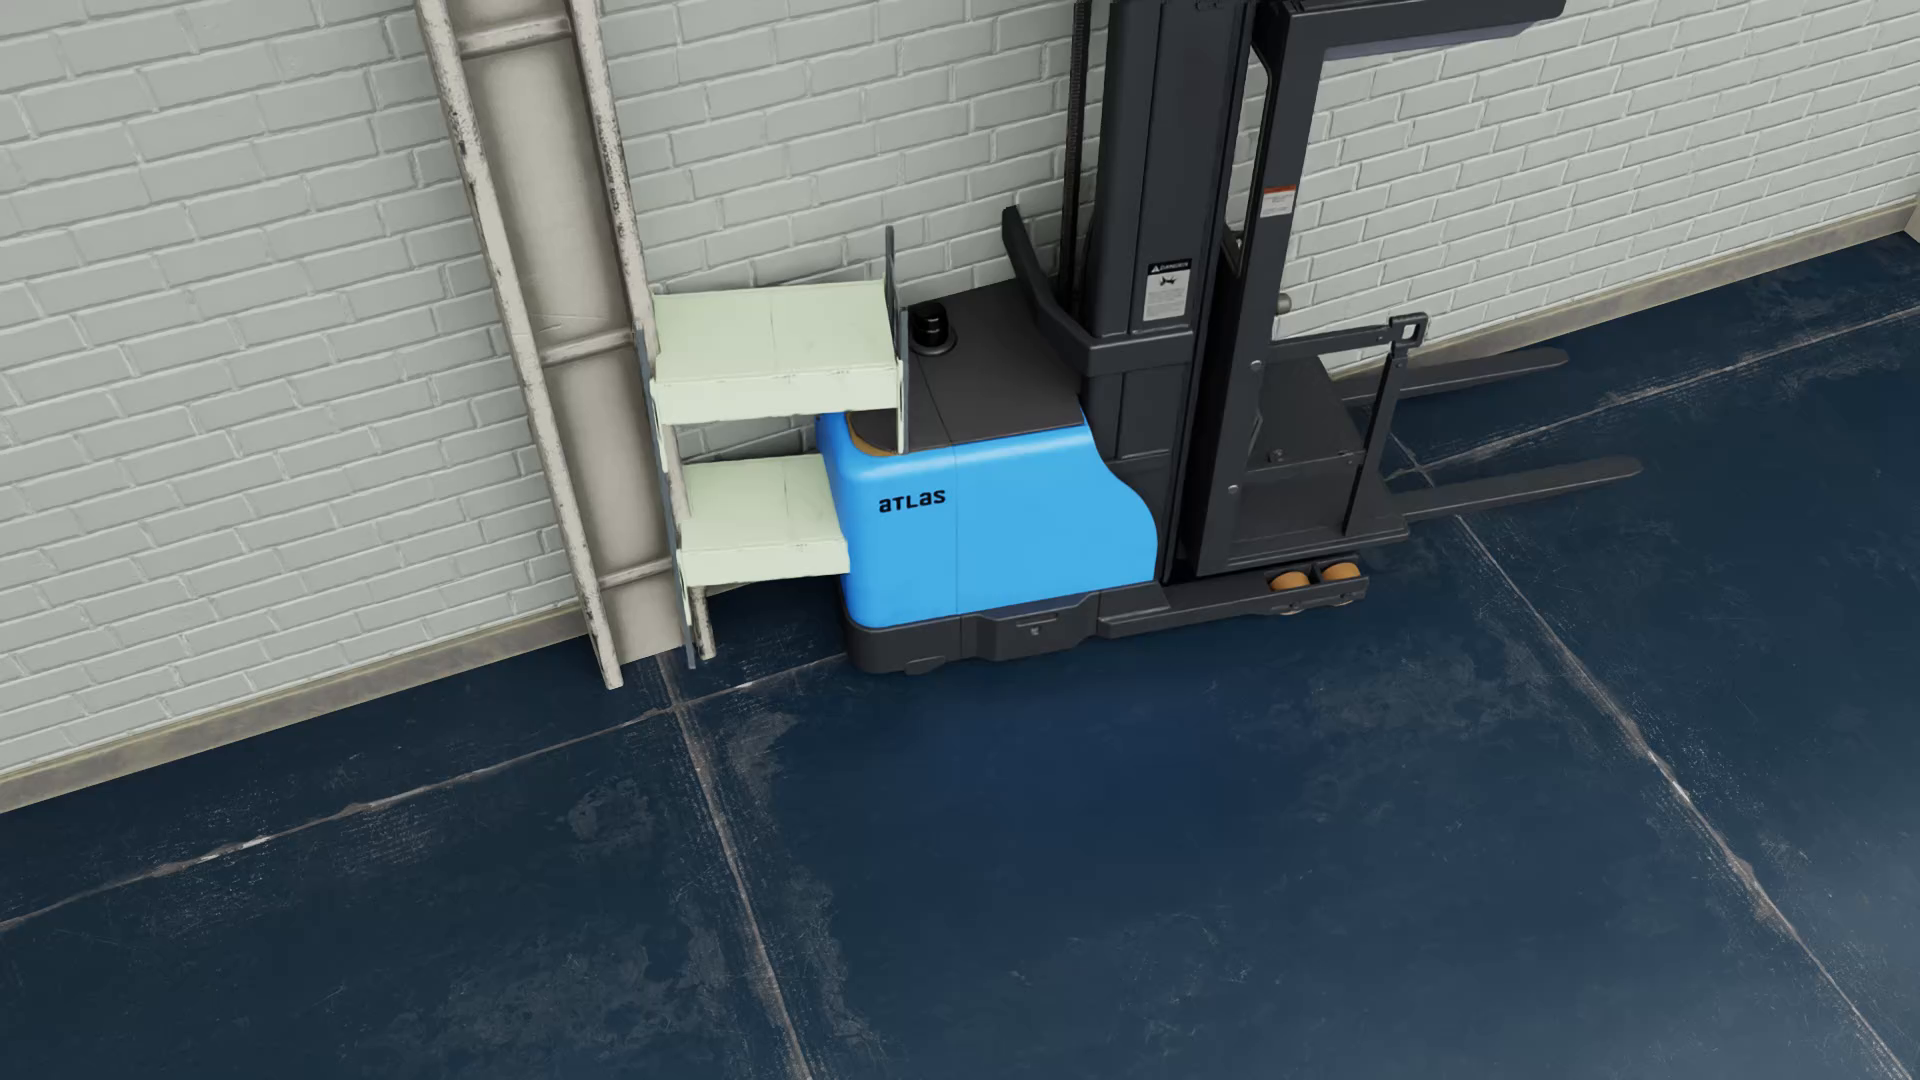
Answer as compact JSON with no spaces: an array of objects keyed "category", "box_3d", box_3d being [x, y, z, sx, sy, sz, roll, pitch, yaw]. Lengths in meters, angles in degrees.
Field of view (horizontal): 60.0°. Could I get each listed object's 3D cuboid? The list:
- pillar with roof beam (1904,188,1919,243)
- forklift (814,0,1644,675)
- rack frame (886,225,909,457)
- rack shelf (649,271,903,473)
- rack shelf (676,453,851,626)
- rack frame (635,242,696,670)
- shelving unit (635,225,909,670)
[{"category":"pillar with roof beam","box_3d":[6.079,-1.270,1.409,0.400,9.000,9.100,-17,52,-14]},{"category":"forklift","box_3d":[0.995,-1.068,5.235,3.031,2.935,1.130,-10,50,-8]},{"category":"rack frame","box_3d":[-0.197,-0.275,5.322,0.023,1.500,0.400,-5,48,-6]},{"category":"rack shelf","box_3d":[-0.552,-0.507,4.995,0.720,0.370,0.431,-5,48,-6]},{"category":"rack shelf","box_3d":[-0.567,-0.024,5.523,0.720,0.370,0.431,-5,48,-6]},{"category":"rack frame","box_3d":[-0.922,-0.212,5.244,0.023,1.500,0.400,-5,48,-6]},{"category":"shelving unit","box_3d":[-0.560,-0.244,5.283,0.755,1.500,0.431,-5,48,-6]}]
